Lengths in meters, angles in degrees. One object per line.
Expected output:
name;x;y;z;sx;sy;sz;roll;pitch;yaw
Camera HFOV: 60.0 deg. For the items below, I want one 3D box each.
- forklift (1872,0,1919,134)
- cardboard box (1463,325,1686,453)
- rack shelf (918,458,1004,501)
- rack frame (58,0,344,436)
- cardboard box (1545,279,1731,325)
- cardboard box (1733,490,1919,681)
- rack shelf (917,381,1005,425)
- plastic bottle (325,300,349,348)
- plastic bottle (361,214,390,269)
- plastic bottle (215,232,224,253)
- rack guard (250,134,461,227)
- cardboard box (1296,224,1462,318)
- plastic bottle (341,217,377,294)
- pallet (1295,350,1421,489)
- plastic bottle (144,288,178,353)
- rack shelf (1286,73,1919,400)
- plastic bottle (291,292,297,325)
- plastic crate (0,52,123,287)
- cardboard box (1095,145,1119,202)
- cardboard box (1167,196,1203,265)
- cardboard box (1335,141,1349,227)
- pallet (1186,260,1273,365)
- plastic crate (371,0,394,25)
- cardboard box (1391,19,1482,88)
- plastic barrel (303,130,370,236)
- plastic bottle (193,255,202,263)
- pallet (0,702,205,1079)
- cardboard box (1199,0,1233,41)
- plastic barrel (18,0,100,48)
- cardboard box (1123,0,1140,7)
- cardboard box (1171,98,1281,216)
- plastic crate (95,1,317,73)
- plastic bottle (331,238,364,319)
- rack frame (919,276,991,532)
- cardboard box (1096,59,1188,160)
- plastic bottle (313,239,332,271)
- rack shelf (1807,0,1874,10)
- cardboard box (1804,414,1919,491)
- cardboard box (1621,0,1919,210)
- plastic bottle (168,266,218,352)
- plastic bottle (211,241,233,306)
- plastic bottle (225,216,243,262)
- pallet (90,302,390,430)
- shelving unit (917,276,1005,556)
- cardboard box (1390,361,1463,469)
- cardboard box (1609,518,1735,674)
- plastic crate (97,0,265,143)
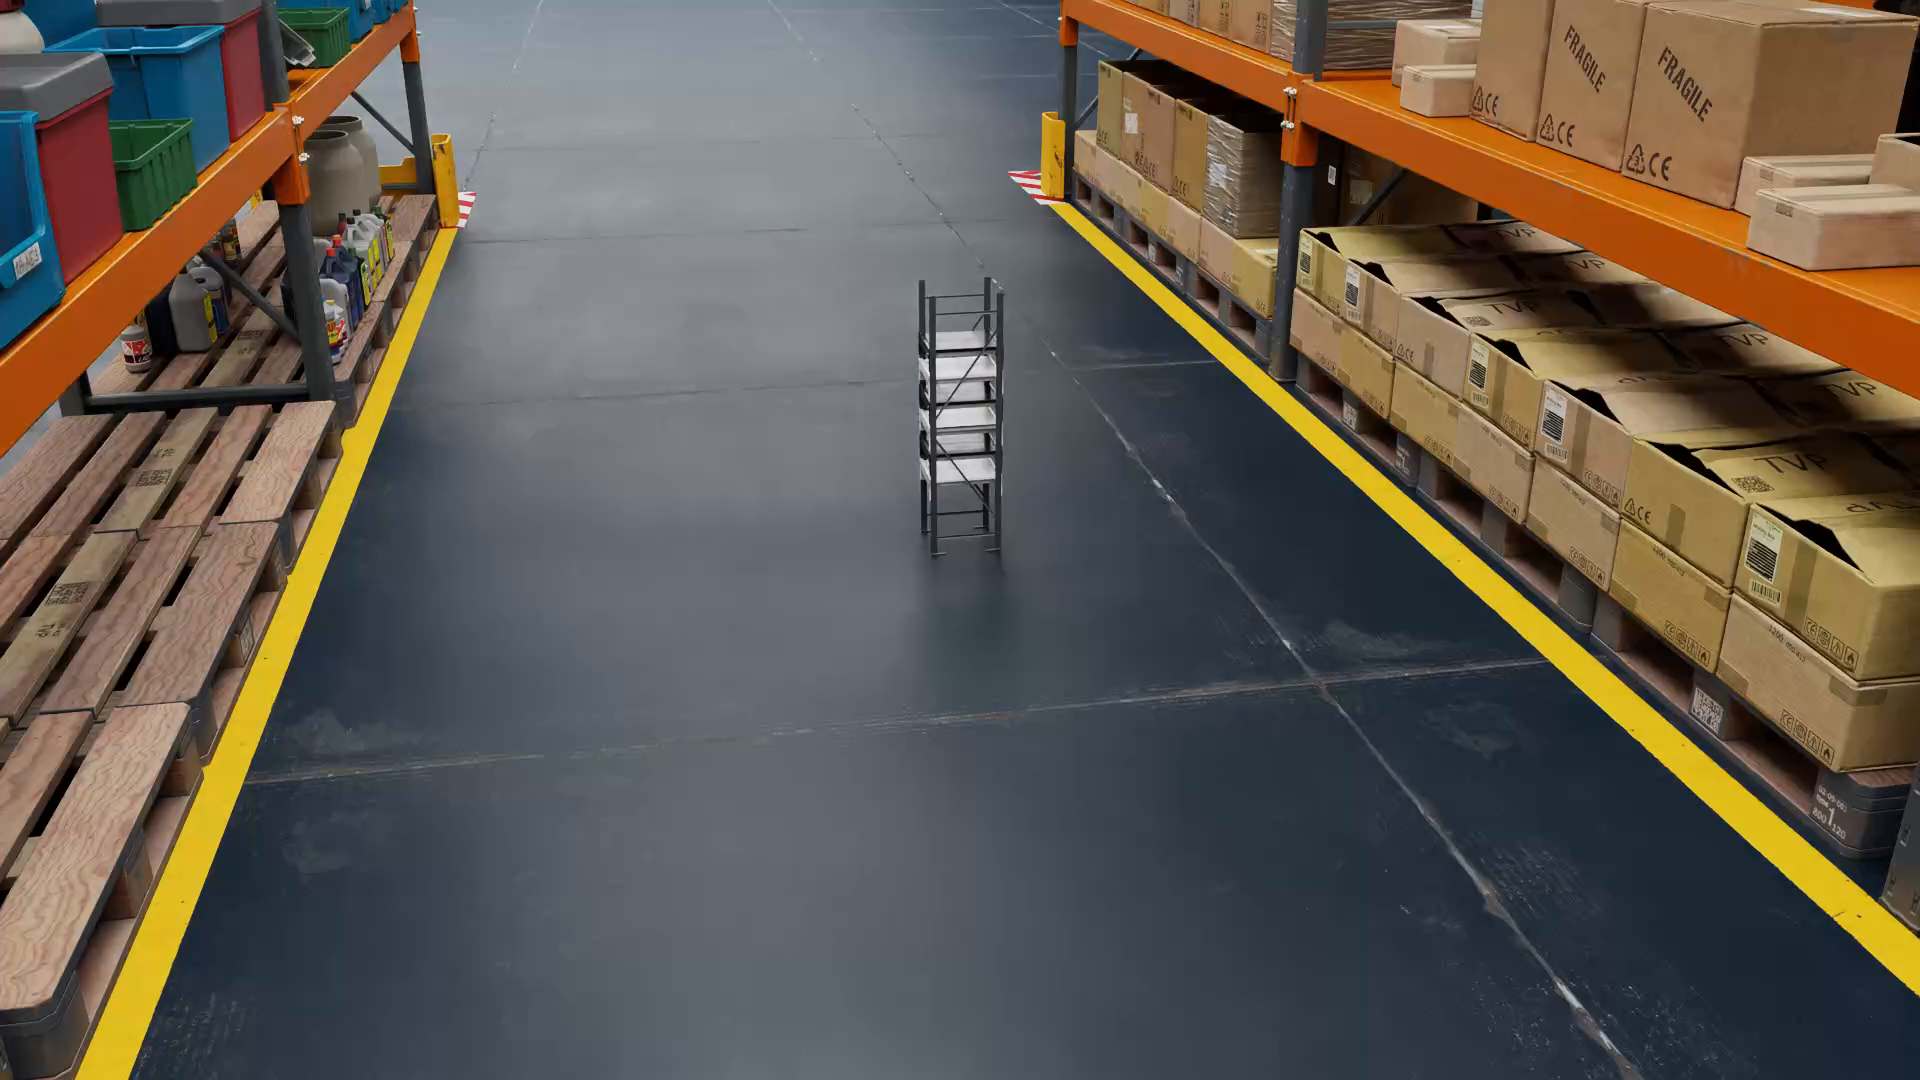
forklift;4.555;-2.005;6.679;1.130;2.935;3.031;-12;26;-25
cardboard box;1.996;-0.527;5.419;0.500;0.311;0.500;-4;24;-8
rack shelf;0.002;-0.214;5.648;0.258;0.077;0.200;-4;24;-10
rack frame;-2.989;-1.758;6.028;1.000;3.000;0.127;-4;24;-10
cardboard box;2.428;-0.774;5.985;0.500;0.311;0.500;-4;24;-10
cardboard box;2.280;0.073;4.046;0.500;0.311;0.500;-4;24;-8
rack shelf;0.001;-0.461;5.540;0.258;0.077;0.200;-4;24;-10
plastic bottle;-2.655;-0.915;7.044;0.097;0.201;0.097;0;24;0
plastic bottle;-2.939;-1.494;8.276;0.152;0.276;0.135;-4;24;-9
plastic bottle;-3.637;-1.412;8.094;0.097;0.271;0.097;0;24;0
rack guard;-3.669;-2.160;10.070;1.175;0.500;0.348;-4;24;-10
cardboard box;1.711;-1.132;6.804;0.500;0.311;0.500;-4;24;-10
plastic bottle;-2.844;-1.336;7.820;0.144;0.351;0.185;-4;24;-10
pallet;2.054;-0.559;6.765;1.003;0.211;1.213;-4;24;-10
plastic bottle;-3.392;-0.978;7.001;0.144;0.351;0.185;-5;24;-11
rack shelf;2.249;-1.007;5.207;1.077;0.370;4.000;-4;24;-10
plastic bottle;-2.809;-0.990;7.113;0.061;0.283;0.133;-4;24;-10
plastic crate;-2.248;-0.872;3.920;0.402;0.464;0.583;-4;24;-10
cardboard box;1.116;-2.205;9.962;0.500;0.250;0.500;-4;24;-10
cardboard box;1.389;-1.615;8.611;0.500;0.250;0.500;-4;24;-10
cardboard box;2.001;-1.801;8.100;0.500;0.500;0.500;-4;24;-10
pallet;1.773;-1.161;8.145;1.003;0.211;1.213;-4;24;-10
plastic crate;-3.228;-2.833;8.674;0.499;0.251;0.408;-4;24;-10
cardboard box;2.013;-1.864;6.458;0.500;0.250;0.500;-3;24;-6
plastic barrel;-3.439;-1.934;9.013;0.421;0.512;0.421;0;24;0
plastic bottle;-3.513;-1.210;7.627;0.152;0.276;0.135;-4;24;-9
pallet;-2.355;0.785;3.688;1.003;0.211;1.213;-4;24;-10
cardboard box;1.598;-2.748;8.169;0.700;0.500;0.500;-4;24;-9
plastic barrel;-3.216;-1.814;5.528;0.600;0.901;0.708;-4;24;-10
cardboard box;1.315;-3.352;9.552;0.700;0.500;0.500;-4;24;-8
cardboard box;1.402;-1.960;8.463;0.500;0.500;0.500;-4;24;-10
plastic crate;-2.961;-1.945;6.533;0.767;0.338;0.504;-4;24;-10
plastic bottle;-2.766;-1.168;7.437;0.144;0.351;0.185;-5;24;-12
rack frame;-0.017;-0.449;5.654;0.240;0.900;0.006;-4;24;-10
cardboard box;1.115;-2.549;9.812;0.500;0.500;0.500;-4;24;-10
plastic bottle;-2.985;-1.280;7.787;0.152;0.276;0.135;-4;24;-10
rack shelf;6.377;-2.948;9.652;1.077;0.370;4.000;-4;24;-10
cardboard box;2.705;-0.173;4.609;0.500;0.311;0.500;-5;24;-11
cardboard box;2.293;-1.255;4.750;0.500;0.500;0.500;-6;24;-13
plastic bottle;-3.250;-0.989;7.026;0.144;0.351;0.185;-4;24;-10
plastic bottle;-3.408;-1.222;7.644;0.061;0.283;0.133;-4;24;-10
plastic bottle;-3.700;-1.547;8.403;0.097;0.271;0.097;0;24;0
pallet;-3.073;-0.748;7.198;1.003;0.211;1.213;-4;24;-10
shelving unit;0.001;-0.409;5.563;0.258;0.900;0.210;-4;24;-10
cardboard box;1.902;-0.474;5.998;0.500;0.250;0.500;-5;24;-11
cardboard box;2.183;0.126;4.624;0.500;0.250;0.500;-5;24;-10
plastic crate;-2.599;-1.620;5.631;0.402;0.464;0.583;-4;24;-10
